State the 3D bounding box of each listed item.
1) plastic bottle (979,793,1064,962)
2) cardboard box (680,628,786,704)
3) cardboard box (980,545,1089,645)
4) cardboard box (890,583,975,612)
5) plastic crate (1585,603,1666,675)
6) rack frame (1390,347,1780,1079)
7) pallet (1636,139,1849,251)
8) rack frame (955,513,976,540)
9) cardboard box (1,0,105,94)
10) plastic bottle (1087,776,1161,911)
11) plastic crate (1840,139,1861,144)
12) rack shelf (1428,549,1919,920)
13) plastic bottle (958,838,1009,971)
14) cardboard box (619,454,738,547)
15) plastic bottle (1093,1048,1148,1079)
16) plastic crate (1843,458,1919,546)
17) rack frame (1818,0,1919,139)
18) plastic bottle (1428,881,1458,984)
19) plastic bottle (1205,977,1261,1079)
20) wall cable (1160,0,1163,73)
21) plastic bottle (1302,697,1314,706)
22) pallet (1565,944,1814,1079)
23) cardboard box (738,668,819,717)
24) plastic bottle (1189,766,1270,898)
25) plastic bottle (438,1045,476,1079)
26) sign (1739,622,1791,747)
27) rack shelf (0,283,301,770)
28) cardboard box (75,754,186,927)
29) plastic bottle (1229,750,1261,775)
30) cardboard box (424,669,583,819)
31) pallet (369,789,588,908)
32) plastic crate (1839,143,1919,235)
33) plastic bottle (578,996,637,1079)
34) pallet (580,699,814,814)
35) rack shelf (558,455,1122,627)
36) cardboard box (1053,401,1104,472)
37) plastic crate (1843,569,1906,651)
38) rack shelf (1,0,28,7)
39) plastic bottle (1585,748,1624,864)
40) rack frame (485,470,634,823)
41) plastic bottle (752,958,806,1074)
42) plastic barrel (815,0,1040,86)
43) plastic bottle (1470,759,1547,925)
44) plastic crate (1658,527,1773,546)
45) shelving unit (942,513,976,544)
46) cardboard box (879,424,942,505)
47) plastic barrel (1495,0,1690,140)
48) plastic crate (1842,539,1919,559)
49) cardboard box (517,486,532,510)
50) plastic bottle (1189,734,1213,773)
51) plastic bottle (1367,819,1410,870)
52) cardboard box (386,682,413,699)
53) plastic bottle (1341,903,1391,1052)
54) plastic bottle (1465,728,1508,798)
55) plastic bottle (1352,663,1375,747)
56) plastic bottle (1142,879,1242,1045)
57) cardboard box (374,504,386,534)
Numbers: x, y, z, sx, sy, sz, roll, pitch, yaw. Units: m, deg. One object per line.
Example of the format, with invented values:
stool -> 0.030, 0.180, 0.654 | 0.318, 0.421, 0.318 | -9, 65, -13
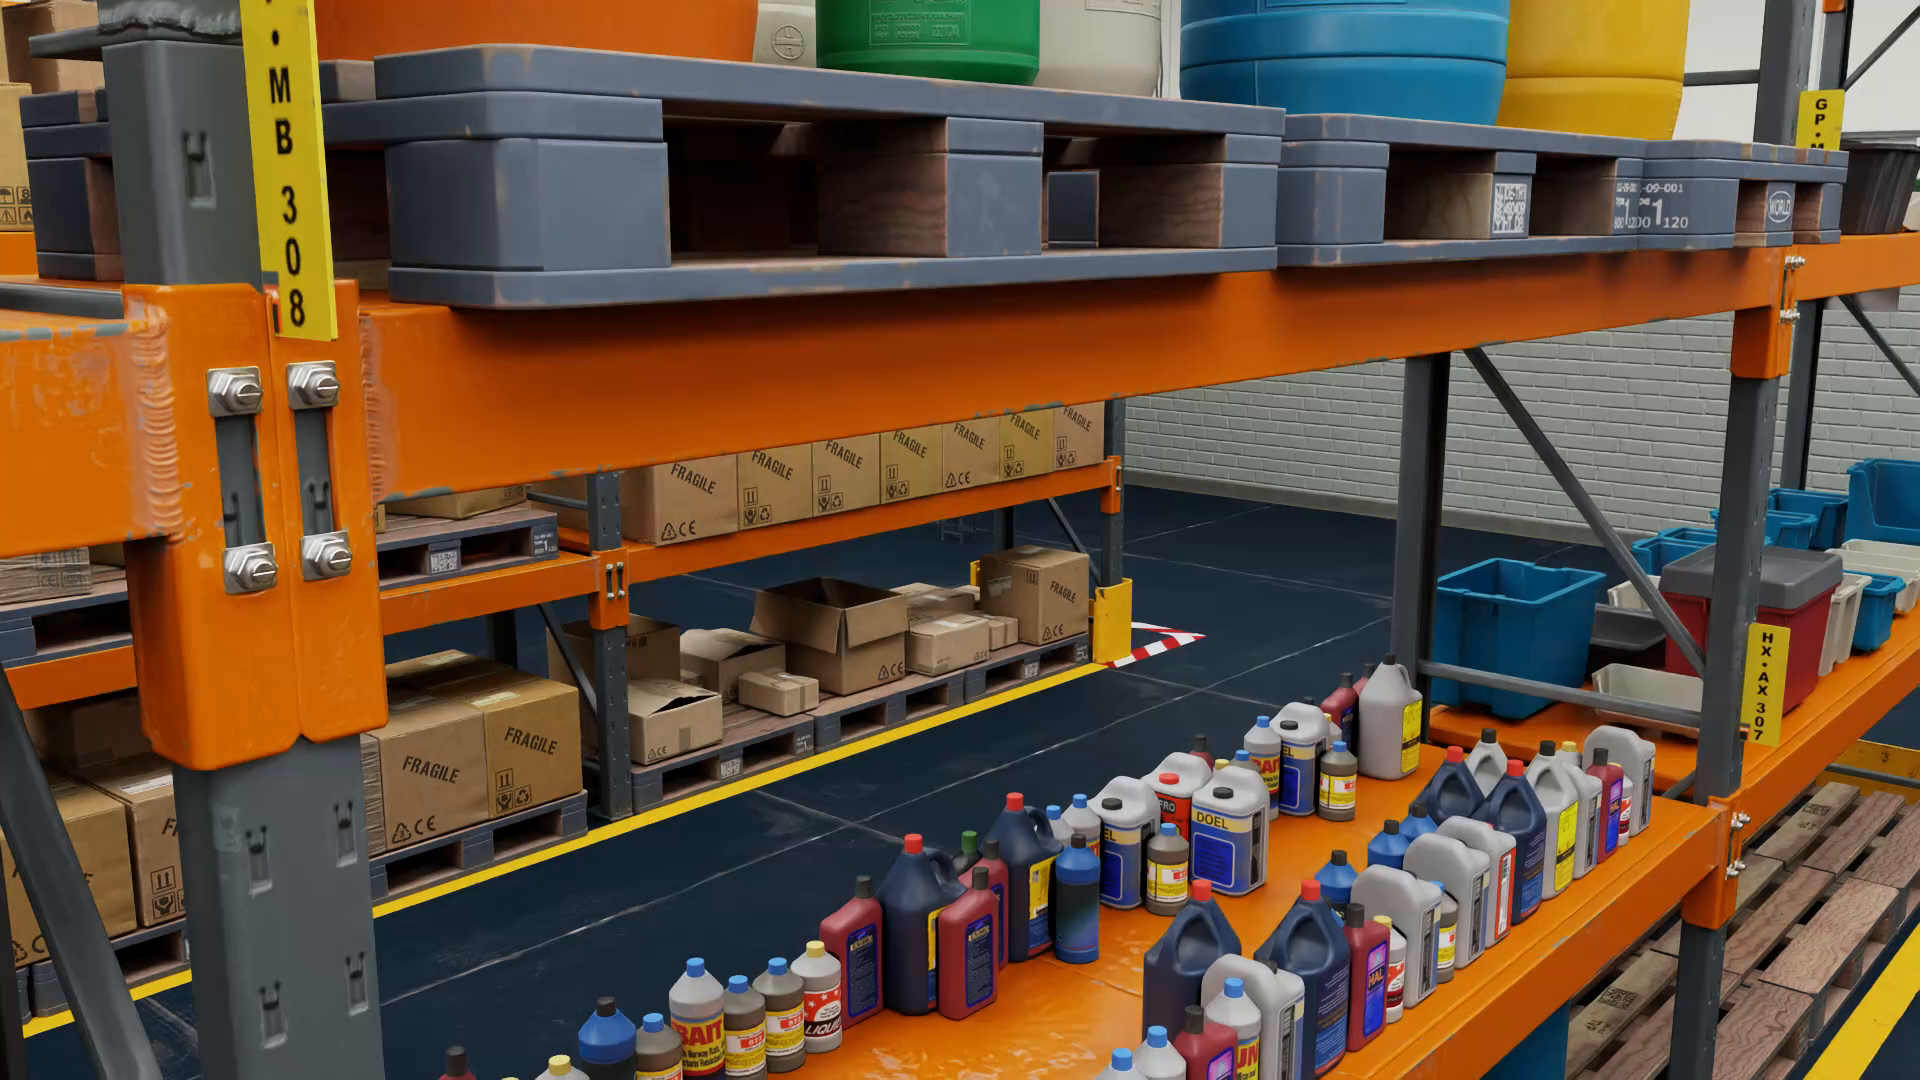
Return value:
plastic bottle -> 0.133, 0.714, 3.603 | 0.144, 0.351, 0.185 | 10, 15, 40
cardboard box -> -1.335, 0.680, 9.389 | 0.500, 0.311, 0.500 | 10, 15, 40
cardboard box -> 0.474, 0.342, 10.602 | 0.500, 0.500, 0.500 | 10, 15, 40
cardboard box -> -0.254, 0.469, 10.601 | 0.500, 0.250, 0.500 | 10, 15, 40
plastic crate -> 2.263, 0.355, 5.824 | 0.437, 0.125, 0.590 | 10, 15, 40
rack frame -> 1.726, 0.449, 4.804 | 1.000, 3.000, 0.127 | 10, 15, 40
pallet -> 1.282, -0.801, 3.888 | 1.213, 0.211, 1.003 | 10, 15, 40
rack frame -> 0.051, -0.600, 14.650 | 0.240, 1.200, 0.006 | 10, 15, 40
cardboard box -> -3.259, -1.706, 6.351 | 0.600, 0.600, 0.600 | 9, 14, 38
plastic bottle -> 0.370, 0.699, 3.869 | 0.152, 0.276, 0.135 | 10, 15, 40
plastic crate -> 3.151, -1.391, 6.516 | 0.504, 0.338, 0.767 | 10, 15, 40
rack shelf -> 3.046, 0.508, 6.348 | 1.077, 0.370, 4.000 | 10, 15, 40
plastic bottle -> 0.042, 0.773, 3.480 | 0.061, 0.283, 0.133 | 10, 15, 40
cardboard box -> -1.452, -0.281, 8.203 | 0.500, 0.500, 0.500 | 10, 15, 42
plastic bottle -> 0.257, 0.944, 2.657 | 0.097, 0.271, 0.097 | 0, 11, 0
plastic crate -> 4.285, -0.113, 7.374 | 0.616, 0.435, 0.499 | 10, 15, 40
rack frame -> 4.366, -3.081, 7.163 | 1.000, 3.000, 0.127 | 10, 15, 40
plastic bottle -> 0.989, 0.815, 3.481 | 0.097, 0.201, 0.097 | 0, 11, 0
plastic bottle -> 0.473, 0.895, 2.898 | 0.097, 0.271, 0.097 | 0, 11, 0
wall cable -> 2.958, -5.752, 15.569 | 3.097, 2.526, 0.112 | 10, 15, 40
plastic bottle -> 0.948, 0.564, 4.556 | 0.097, 0.271, 0.097 | 0, 11, 0
pallet -> 2.182, 1.703, 5.644 | 1.003, 0.211, 1.213 | 10, 15, 40
cardboard box -> -0.990, 0.819, 9.061 | 0.380, 0.166, 0.250 | 10, 15, 40
plastic bottle -> 0.637, 0.685, 3.941 | 0.152, 0.276, 0.135 | 10, 15, 40
plastic bottle -> -0.816, 0.946, 2.613 | 0.061, 0.283, 0.133 | 10, 15, 40
sign -> 2.138, 0.385, 4.420 | 0.100, 0.325, 0.005 | 10, 15, 40
rack shelf -> -2.235, 0.214, 0.161 | 1.077, 0.370, 4.000 | 10, 15, 40
cardboard box -> -3.101, 1.148, 6.562 | 0.500, 0.500, 0.500 | 9, 14, 38
plastic bottle -> 0.731, 0.647, 4.320 | 0.097, 0.201, 0.097 | 0, 11, 0
cardboard box -> -2.103, 0.928, 7.666 | 0.500, 0.500, 0.500 | 10, 15, 40
pallet -> -2.501, 1.300, 7.663 | 1.003, 0.211, 1.213 | 10, 15, 40
plastic crate -> 2.752, -1.105, 5.261 | 0.497, 0.269, 0.590 | 10, 15, 40
plastic bottle -> -0.598, 0.909, 2.831 | 0.097, 0.271, 0.097 | 0, 11, 0
pallet -> -1.539, 1.075, 8.792 | 1.003, 0.211, 1.213 | 10, 15, 40
rack shelf -> -0.672, -0.133, 9.557 | 1.077, 0.370, 4.000 | 10, 15, 40
cardboard box -> 0.557, -0.728, 10.444 | 0.500, 0.500, 0.500 | 10, 15, 42
plastic crate -> 3.203, 0.249, 6.082 | 0.416, 0.233, 0.300 | 10, 15, 40
rack shelf -> -7.036, -2.931, 9.266 | 1.077, 0.370, 4.000 | 10, 15, 40
plastic bottle -> 1.590, 0.646, 4.116 | 0.061, 0.283, 0.133 | 10, 15, 40
rack frame -> -1.993, -0.192, 8.013 | 1.000, 3.000, 0.127 | 10, 15, 40
plastic bottle -> -0.340, 0.886, 3.125 | 0.097, 0.201, 0.097 | 0, 11, 0
plastic barrel -> -0.043, -0.689, 2.170 | 0.294, 0.245, 0.294 | 0, 11, 0
plastic bottle -> 1.243, 0.678, 3.784 | 0.144, 0.351, 0.185 | 10, 15, 40
plastic crate -> 3.087, 0.101, 6.823 | 0.416, 0.233, 0.300 | 10, 15, 40
shelving unit -> -0.010, -0.586, 14.583 | 0.258, 1.200, 0.189 | 10, 15, 40
cardboard box -> -0.449, -0.505, 9.324 | 0.500, 0.500, 0.500 | 9, 15, 40
plastic barrel -> 1.276, -1.160, 3.647 | 0.600, 0.588, 0.600 | 0, 11, 0
plastic crate -> 3.964, 0.104, 7.053 | 0.396, 0.136, 0.243 | 10, 15, 40
cardboard box -> -3.793, -0.211, 13.418 | 0.700, 0.500, 0.500 | 10, 15, 40
plastic bottle -> 0.577, 0.636, 4.167 | 0.061, 0.283, 0.133 | 10, 15, 40
plastic bottle -> 0.939, 0.746, 3.645 | 0.097, 0.271, 0.097 | 0, 11, 0
cardboard box -> -2.839, 0.938, 7.616 | 0.500, 0.500, 0.500 | 10, 15, 41
plastic bottle -> 0.774, 0.828, 3.206 | 0.061, 0.283, 0.133 | 10, 15, 40
plastic bottle -> 1.256, 0.632, 4.013 | 0.144, 0.351, 0.185 | 10, 15, 40
plastic bottle -> 1.163, 0.505, 4.822 | 0.061, 0.283, 0.133 | 10, 15, 40
plastic bottle -> 0.434, 0.813, 3.108 | 0.144, 0.351, 0.185 | 10, 15, 40
cardboard box -> -2.880, -0.297, 7.211 | 0.500, 0.500, 0.700 | -9, 15, -39
